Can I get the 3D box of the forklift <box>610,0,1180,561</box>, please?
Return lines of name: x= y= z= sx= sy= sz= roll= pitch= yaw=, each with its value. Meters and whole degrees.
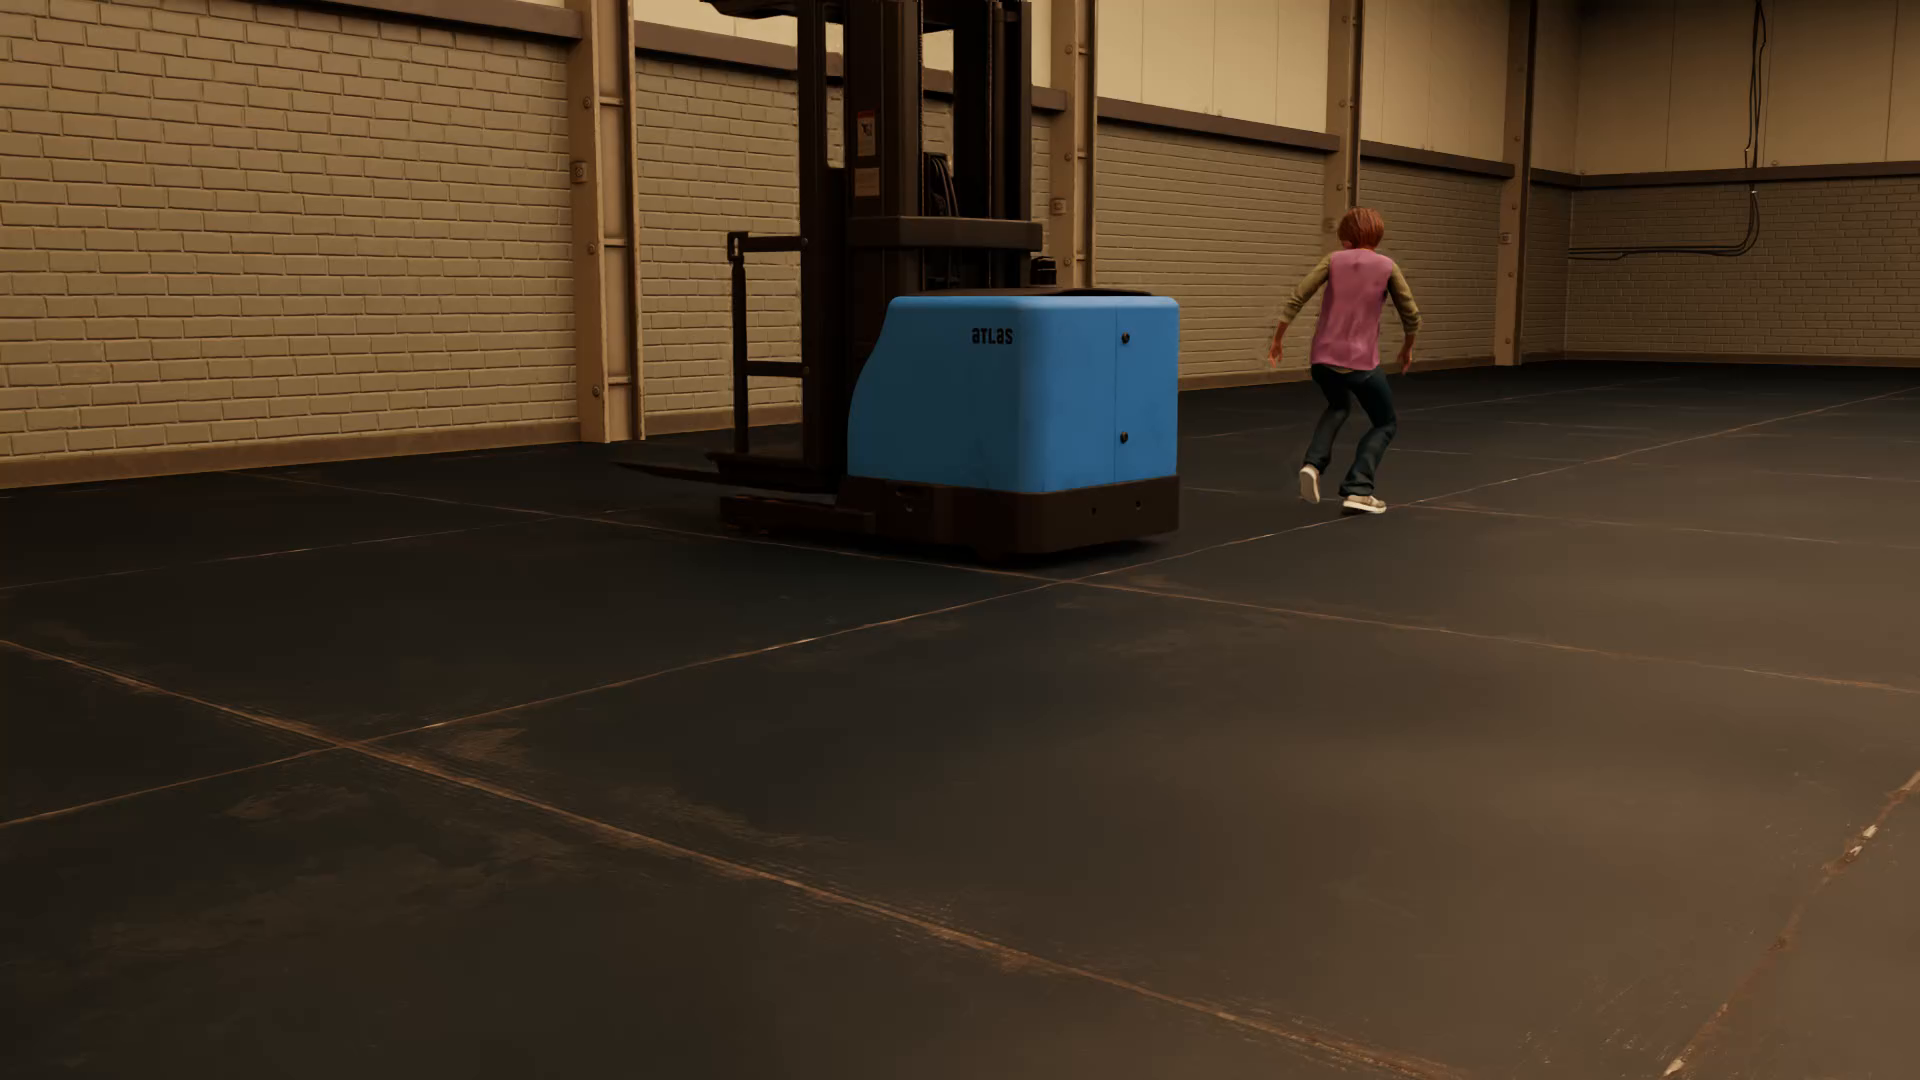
forklift: x=-0.474 y=-1.521 z=7.678 sx=3.031 sy=2.935 sz=1.130 roll=8 pitch=11 yaw=42

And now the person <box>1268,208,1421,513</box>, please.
person: x=1.956 y=-0.894 z=8.338 sx=0.648 sy=1.512 sz=0.580 roll=6 pitch=10 yaw=36
